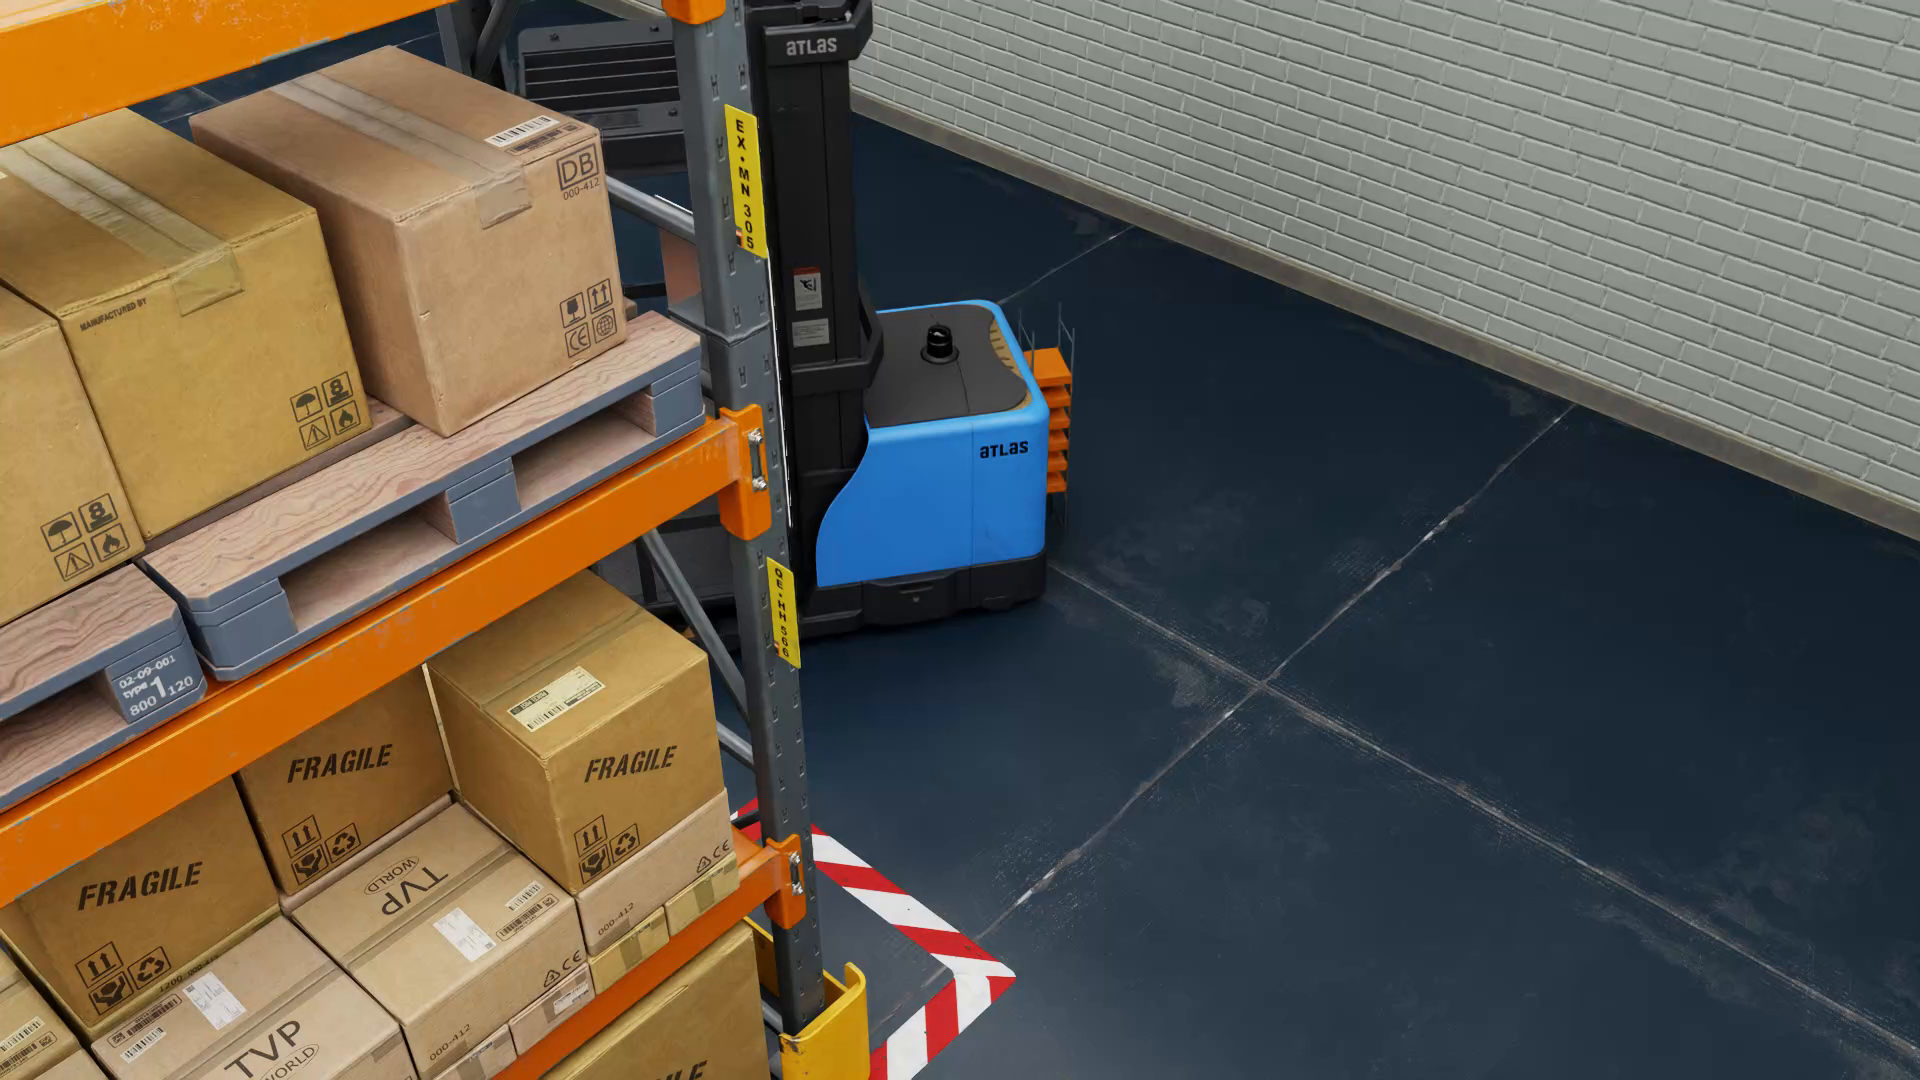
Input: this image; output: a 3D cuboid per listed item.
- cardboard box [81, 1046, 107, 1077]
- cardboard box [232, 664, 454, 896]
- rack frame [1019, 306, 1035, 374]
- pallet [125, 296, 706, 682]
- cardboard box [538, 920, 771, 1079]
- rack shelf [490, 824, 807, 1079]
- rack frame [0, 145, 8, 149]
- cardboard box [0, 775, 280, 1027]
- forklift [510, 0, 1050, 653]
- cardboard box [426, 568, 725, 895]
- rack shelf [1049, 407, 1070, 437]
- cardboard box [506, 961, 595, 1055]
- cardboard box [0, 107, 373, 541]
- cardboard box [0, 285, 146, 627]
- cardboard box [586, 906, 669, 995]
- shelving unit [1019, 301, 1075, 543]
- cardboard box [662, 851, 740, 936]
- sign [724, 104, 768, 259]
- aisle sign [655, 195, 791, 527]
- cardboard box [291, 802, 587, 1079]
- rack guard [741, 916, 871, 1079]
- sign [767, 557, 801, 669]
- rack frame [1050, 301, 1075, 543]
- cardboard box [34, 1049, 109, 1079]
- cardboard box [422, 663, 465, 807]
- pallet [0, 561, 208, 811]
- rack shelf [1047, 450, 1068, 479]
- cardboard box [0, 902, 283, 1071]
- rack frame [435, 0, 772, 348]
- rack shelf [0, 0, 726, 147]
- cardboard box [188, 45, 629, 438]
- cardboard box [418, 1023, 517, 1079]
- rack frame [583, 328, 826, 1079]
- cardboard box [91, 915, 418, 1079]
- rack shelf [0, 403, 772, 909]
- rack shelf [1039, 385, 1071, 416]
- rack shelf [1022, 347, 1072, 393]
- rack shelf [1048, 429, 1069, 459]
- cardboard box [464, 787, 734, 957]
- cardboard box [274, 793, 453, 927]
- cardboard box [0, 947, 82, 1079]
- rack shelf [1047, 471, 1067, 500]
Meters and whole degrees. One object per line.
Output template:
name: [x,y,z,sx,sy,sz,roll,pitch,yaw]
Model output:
cardboard box: [-2.193,1.215,4.297,0.380,0.149,0.250,29,47,31]
cardboard box: [-1.705,0.486,4.291,0.500,0.500,0.500,28,47,31]
rack frame: [0.296,-0.502,7.701,0.006,1.200,0.240,-8,39,-10]
pallet: [-1.338,-0.294,3.654,1.003,0.211,1.213,30,47,32]
cardboard box: [-1.217,1.495,5.113,0.875,0.875,0.875,30,47,32]
rack shelf: [-2.194,1.701,4.063,1.077,0.370,4.000,30,47,32]
rack frame: [-4.501,-1.579,7.610,1.000,3.000,0.127,30,47,32]
cardboard box: [-2.050,0.727,3.989,0.500,0.500,0.500,28,46,31]
forklift: [-1.177,-0.943,6.865,3.031,2.935,1.130,-8,39,-10]
cardboard box: [-0.979,0.483,4.295,0.500,0.500,0.500,30,47,32]
rack shelf: [0.385,-0.574,7.670,0.180,0.103,0.258,-8,39,-10]
cardboard box: [-1.187,1.136,4.396,0.380,0.149,0.250,30,47,32]
cardboard box: [-1.625,-0.447,3.277,0.700,0.500,0.500,28,46,30]
cardboard box: [-1.938,-0.189,2.953,0.700,0.500,0.500,26,45,29]
cardboard box: [-1.016,1.021,4.542,0.380,0.149,0.250,30,47,32]
shelving unit: [0.385,-0.515,7.717,0.189,1.200,0.258,-8,39,-10]
cardboard box: [-0.842,0.901,4.693,0.380,0.149,0.250,31,48,33]
sign: [-0.454,-0.755,3.515,0.100,0.325,0.005,30,47,32]
aisle sign: [-0.575,-0.424,4.068,0.394,0.787,0.004,30,47,32]
cardboard box: [-1.319,1.010,4.235,0.500,0.250,0.500,29,47,31]
rack guard: [-0.829,1.468,5.786,1.175,0.500,0.348,30,47,32]
sign: [-0.454,0.189,4.265,0.100,0.325,0.005,30,47,32]
rack frame: [0.474,-0.527,7.733,0.006,1.200,0.240,-8,39,-10]
cardboard box: [-2.010,1.485,3.638,0.500,0.250,0.500,30,47,32]
cardboard box: [-1.368,0.550,4.813,0.500,0.250,0.500,28,46,31]
pallet: [-2.161,0.269,2.946,1.003,0.211,1.213,30,47,32]
rack shelf: [0.385,-0.386,7.819,0.180,0.103,0.258,-8,39,-10]
cardboard box: [-2.055,1.021,4.221,0.500,0.250,0.500,28,46,31]
rack frame: [-0.845,-1.848,3.127,1.000,3.000,0.127,30,47,32]
rack shelf: [-2.194,-0.491,2.320,1.077,0.370,4.000,30,47,32]
cardboard box: [-1.156,-0.655,3.539,0.700,0.500,0.500,27,46,29]
cardboard box: [-1.356,1.250,4.253,0.380,0.149,0.250,31,48,33]
rack frame: [-0.845,0.500,4.994,1.000,3.000,0.127,30,47,32]
cardboard box: [-1.662,1.244,3.941,0.500,0.250,0.500,28,46,31]
rack shelf: [-2.194,0.527,3.129,1.077,0.370,4.000,30,47,32]
rack shelf: [0.385,-0.668,7.595,0.180,0.103,0.258,-8,39,-10]
rack shelf: [0.385,-0.762,7.520,0.180,0.103,0.258,-8,39,-10]
rack shelf: [0.385,-0.480,7.744,0.180,0.103,0.258,-8,39,-10]
cardboard box: [-0.976,0.777,4.528,0.500,0.250,0.500,29,47,31]
cardboard box: [-1.714,0.791,4.510,0.500,0.250,0.500,29,47,31]
cardboard box: [-2.403,1.263,3.917,0.500,0.250,0.500,29,47,31]
rack shelf: [0.385,-0.292,7.894,0.180,0.103,0.258,-8,39,-10]
